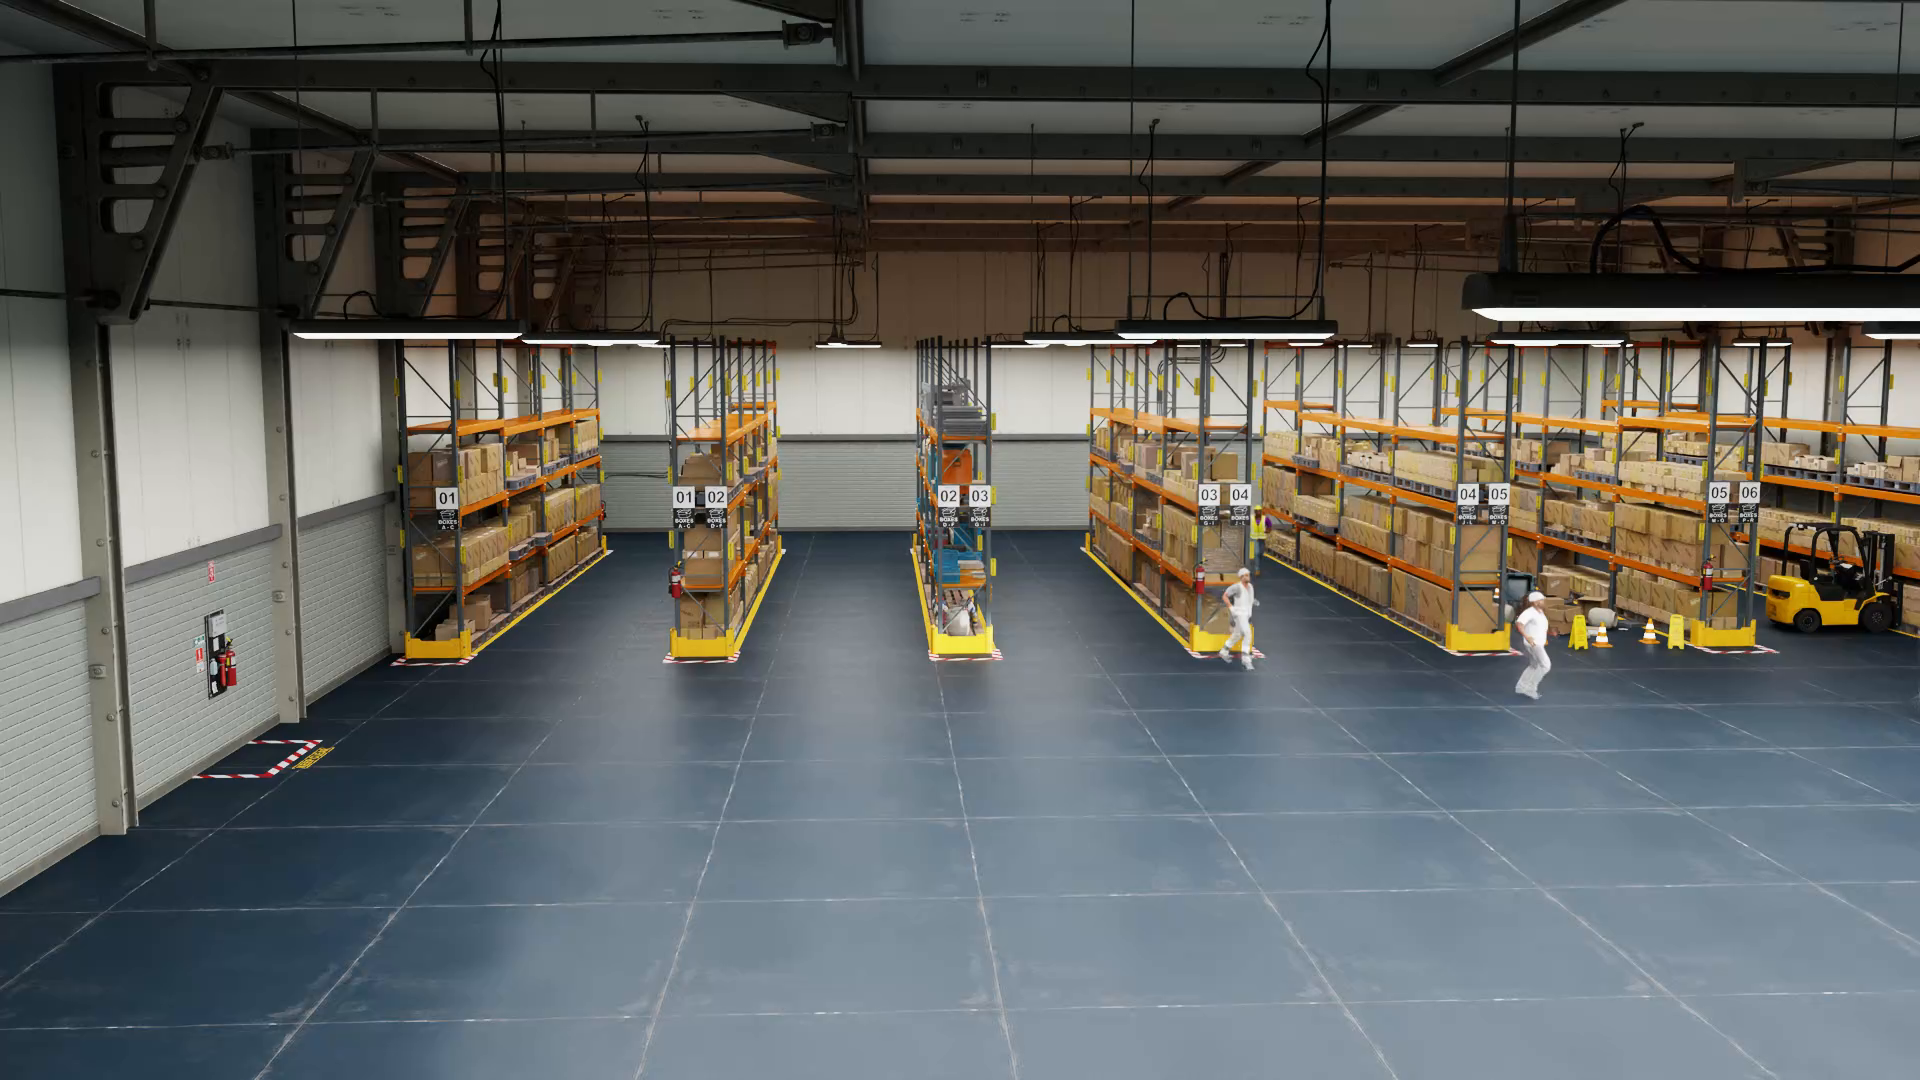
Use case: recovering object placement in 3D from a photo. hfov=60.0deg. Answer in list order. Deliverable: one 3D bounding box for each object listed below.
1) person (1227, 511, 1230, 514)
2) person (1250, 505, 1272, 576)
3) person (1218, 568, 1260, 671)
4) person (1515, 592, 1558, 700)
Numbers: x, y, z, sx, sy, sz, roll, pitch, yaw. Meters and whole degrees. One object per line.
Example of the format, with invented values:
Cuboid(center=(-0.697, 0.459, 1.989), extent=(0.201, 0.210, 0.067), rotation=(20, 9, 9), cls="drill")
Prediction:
Cuboid(center=(7.550, -0.284, 45.717), extent=(0.611, 1.658, 0.548), rotation=(-1, 7, -8), cls="person")
Cuboid(center=(7.688, -0.008, 42.773), extent=(0.685, 1.776, 0.905), rotation=(0, 7, 4), cls="person")
Cuboid(center=(5.083, 1.410, 30.143), extent=(0.817, 1.839, 0.669), rotation=(6, 9, 41), cls="person")
Cuboid(center=(9.515, 1.758, 27.450), extent=(0.633, 1.811, 0.678), rotation=(4, 8, 30), cls="person")
